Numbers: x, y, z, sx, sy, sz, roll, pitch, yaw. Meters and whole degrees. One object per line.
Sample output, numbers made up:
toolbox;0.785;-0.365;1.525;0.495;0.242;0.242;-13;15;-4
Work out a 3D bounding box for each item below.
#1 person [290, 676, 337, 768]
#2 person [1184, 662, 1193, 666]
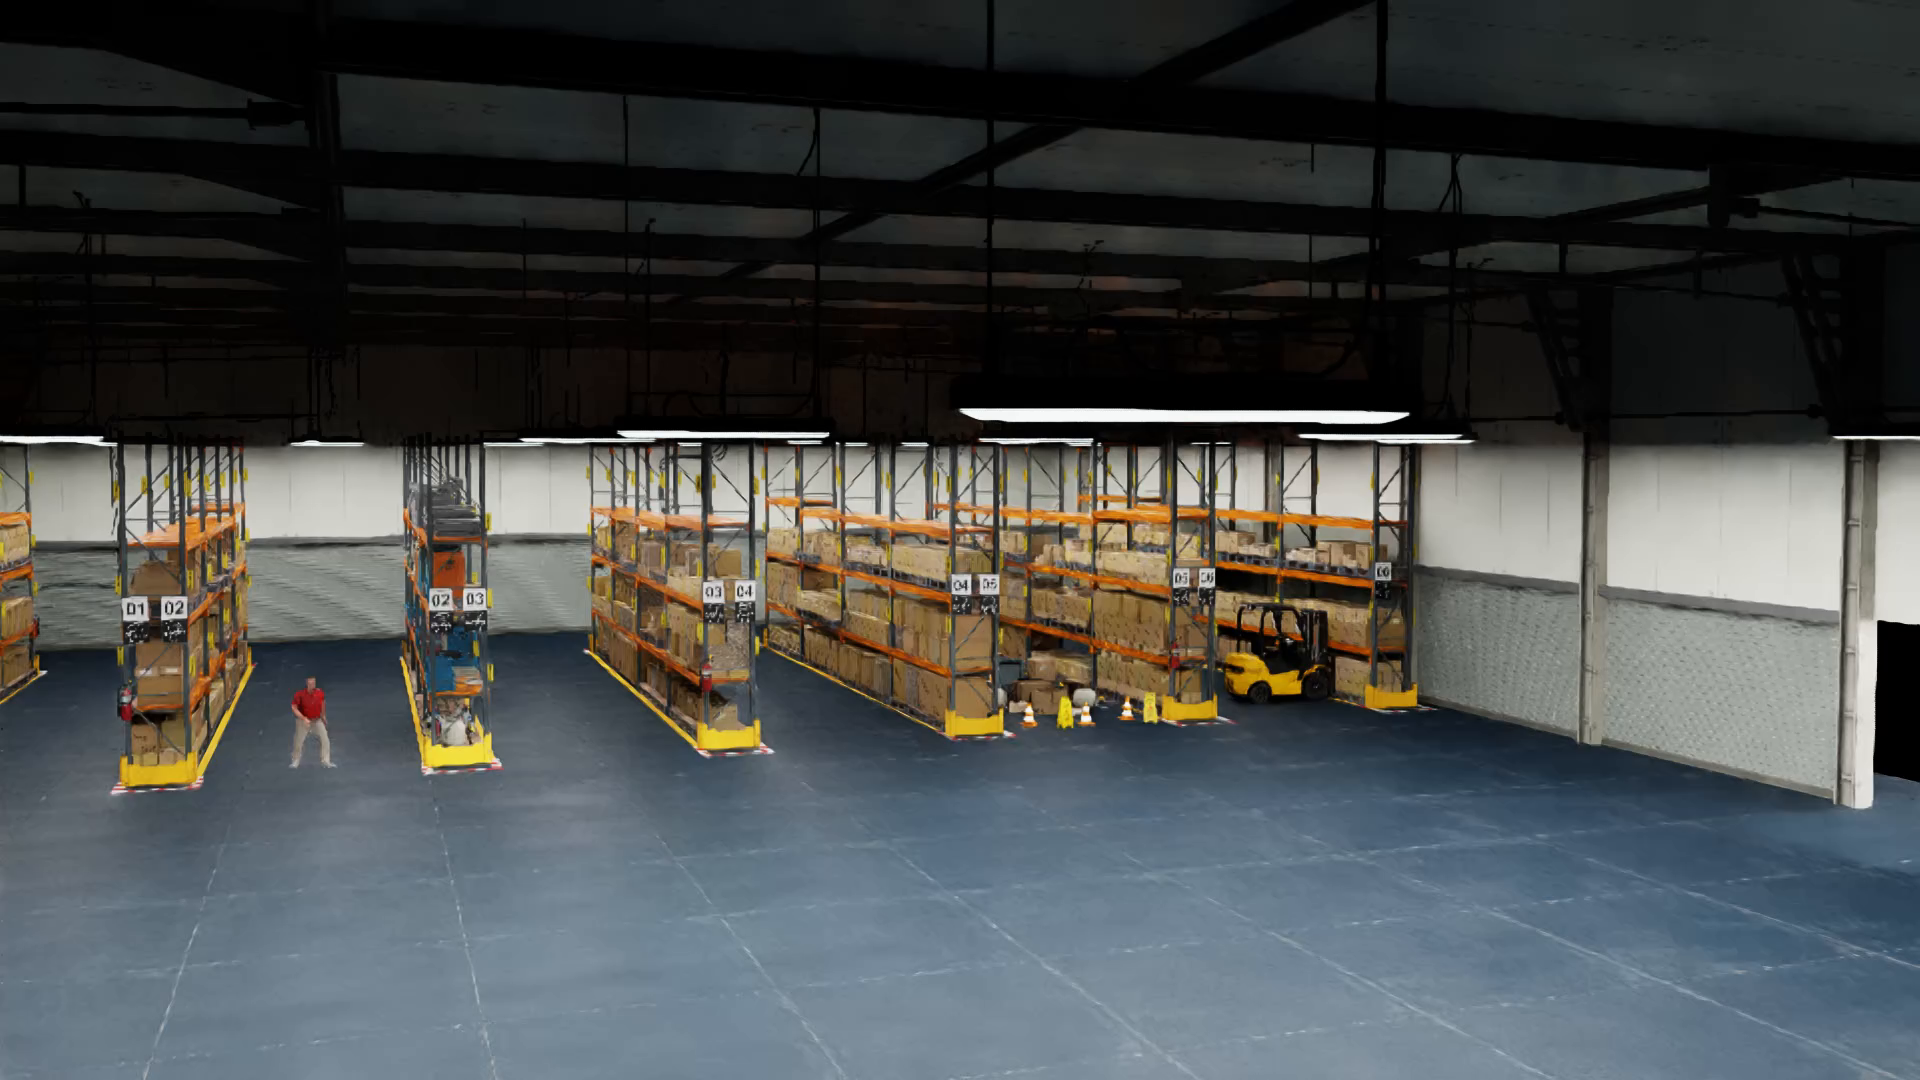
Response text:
person;-11.602;3.234;29.686;0.691;1.658;0.860;-2;4;-37
person;5.295;2.813;38.840;0.449;1.495;0.467;1;3;12
